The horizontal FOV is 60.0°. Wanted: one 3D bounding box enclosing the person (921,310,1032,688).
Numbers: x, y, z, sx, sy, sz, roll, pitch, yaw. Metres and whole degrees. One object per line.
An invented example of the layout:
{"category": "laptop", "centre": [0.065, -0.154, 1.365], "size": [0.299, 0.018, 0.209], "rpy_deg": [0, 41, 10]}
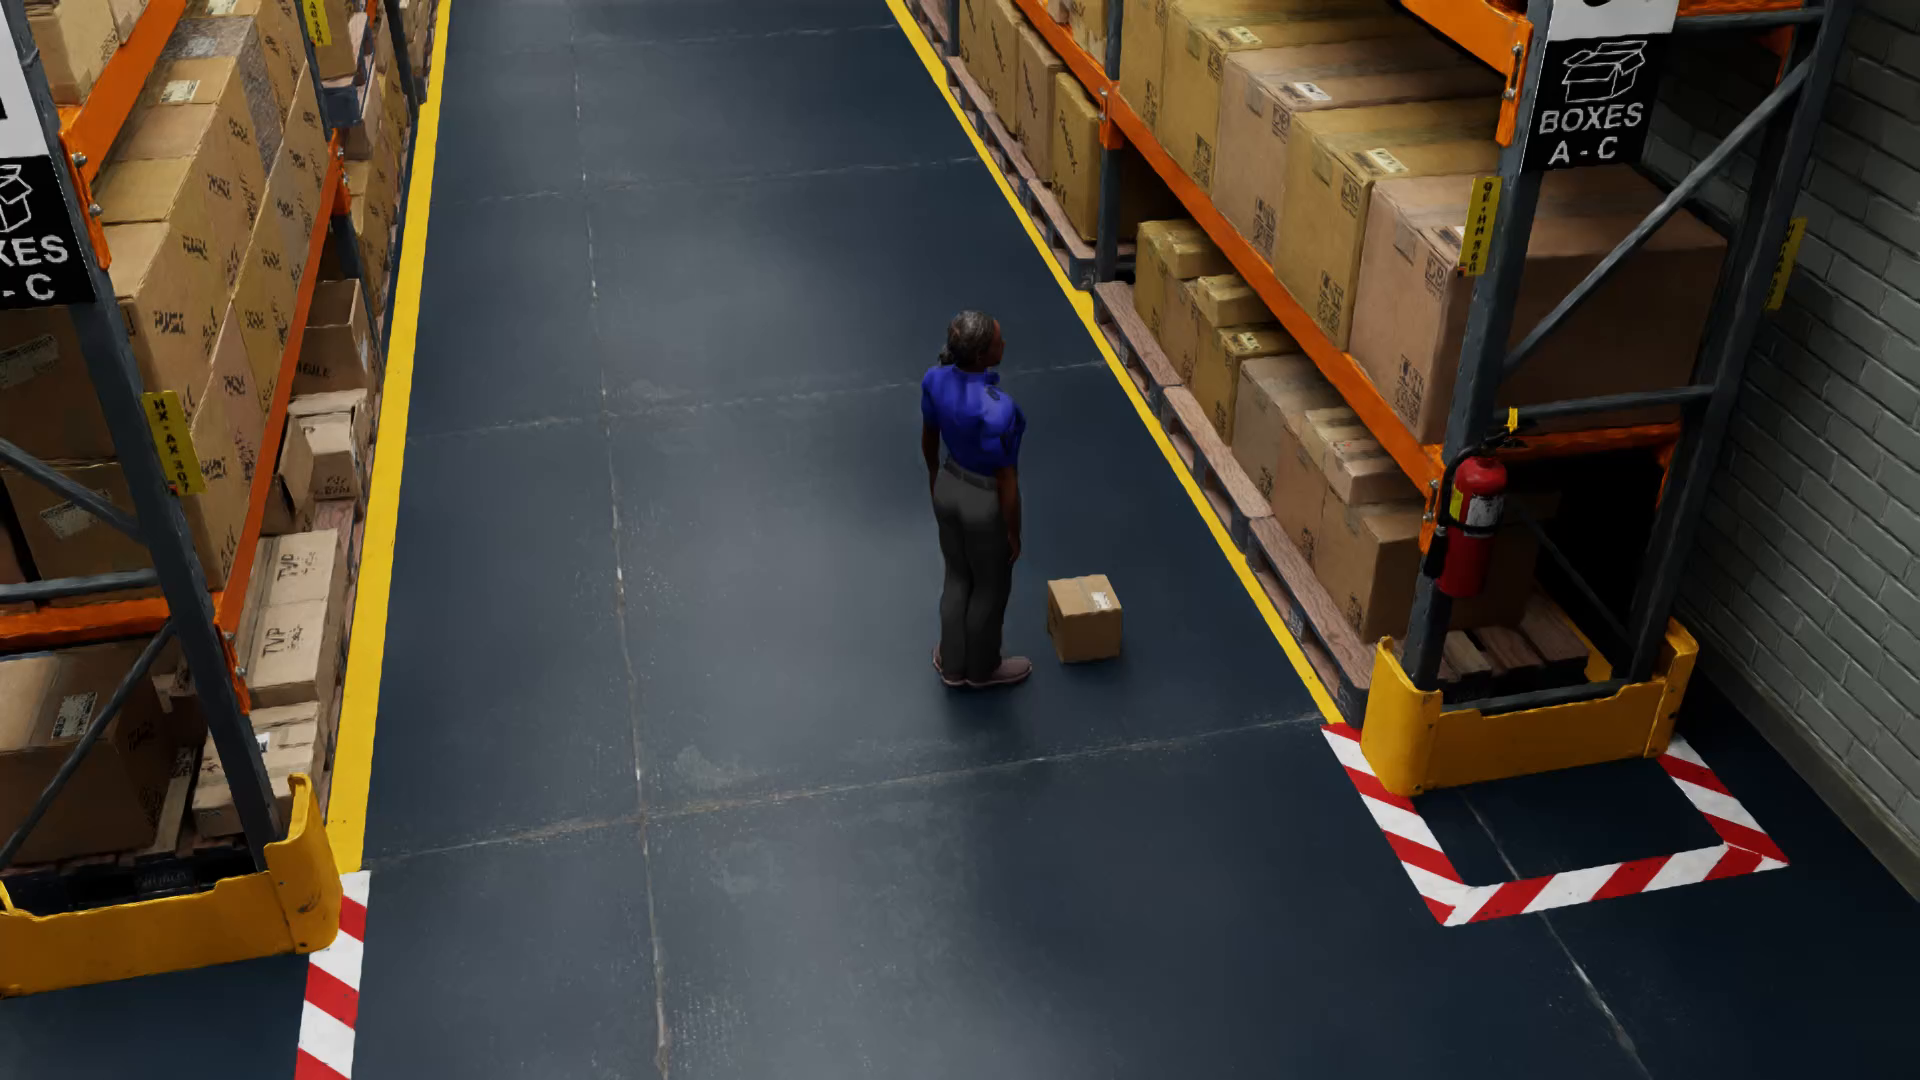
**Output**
{"category": "person", "centre": [0.054, -0.153, 6.349], "size": [0.537, 1.657, 0.353], "rpy_deg": [29, 44, 35]}
